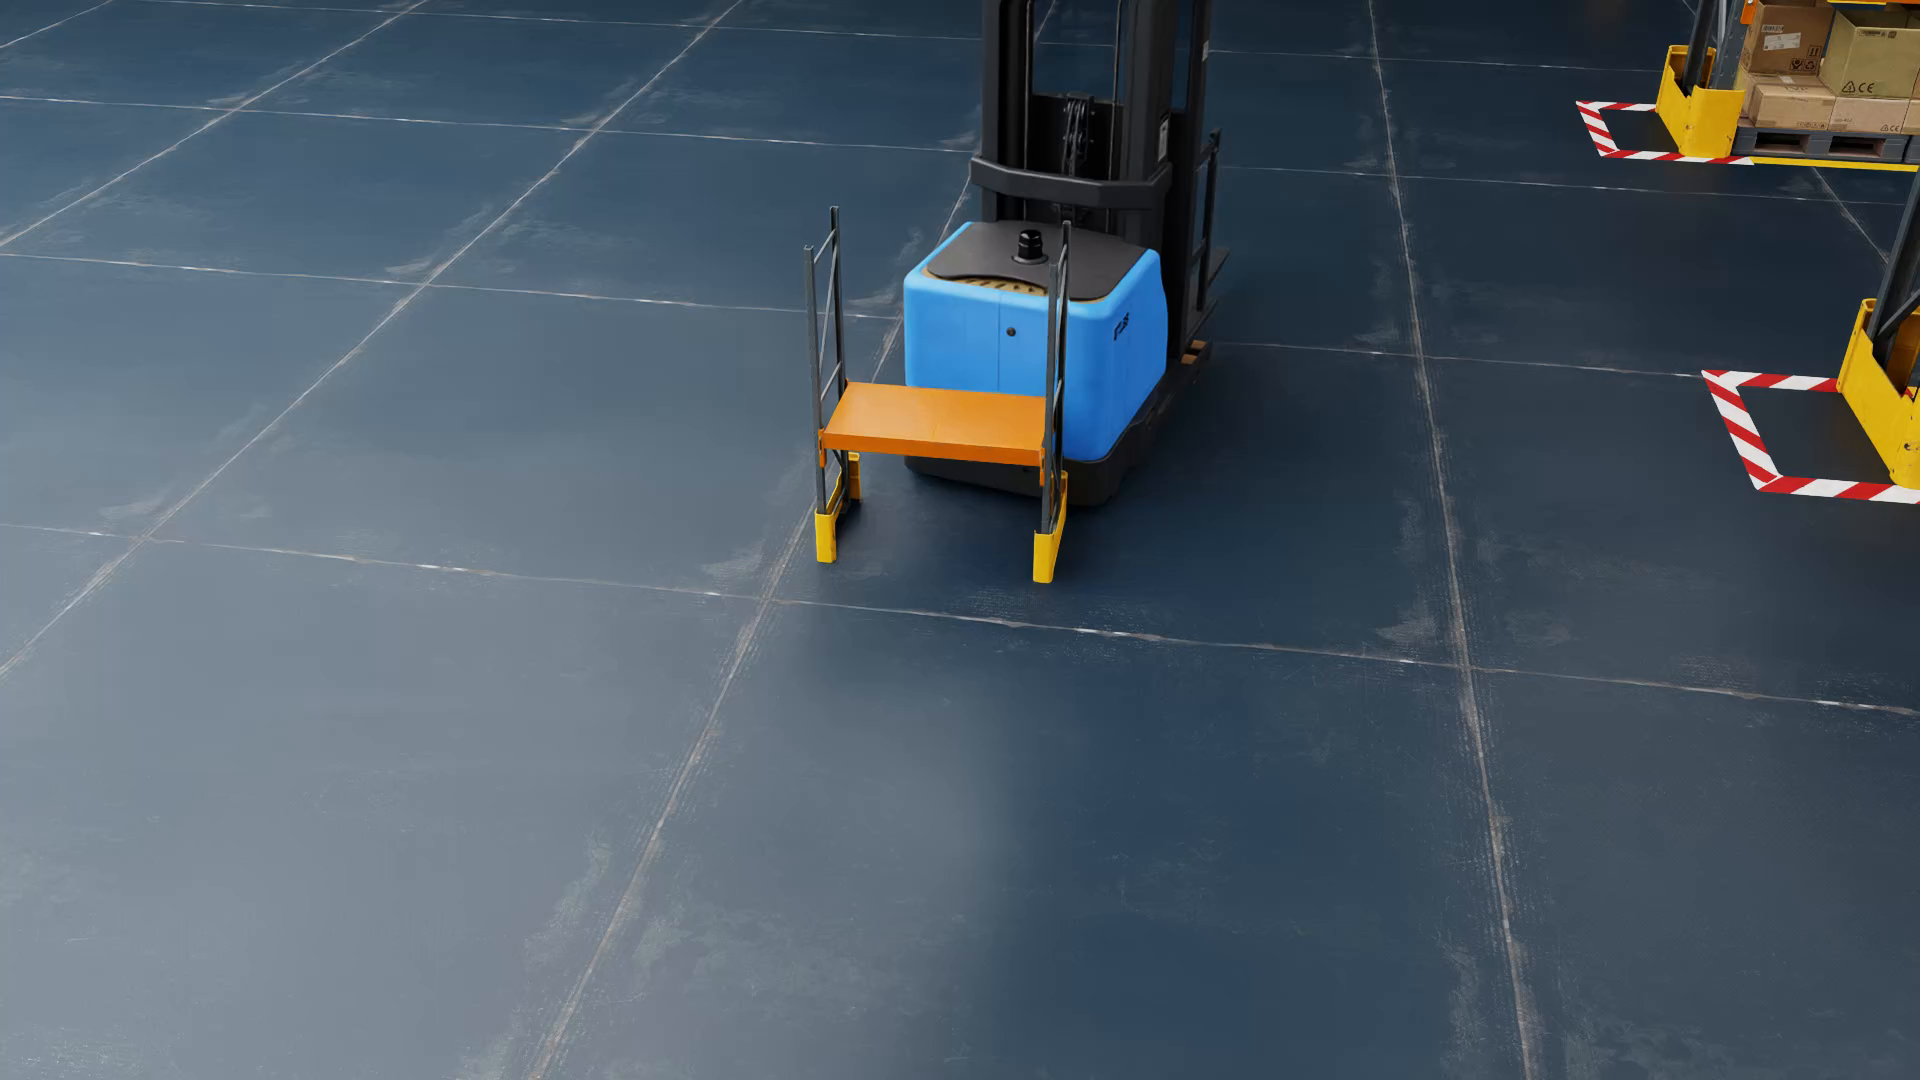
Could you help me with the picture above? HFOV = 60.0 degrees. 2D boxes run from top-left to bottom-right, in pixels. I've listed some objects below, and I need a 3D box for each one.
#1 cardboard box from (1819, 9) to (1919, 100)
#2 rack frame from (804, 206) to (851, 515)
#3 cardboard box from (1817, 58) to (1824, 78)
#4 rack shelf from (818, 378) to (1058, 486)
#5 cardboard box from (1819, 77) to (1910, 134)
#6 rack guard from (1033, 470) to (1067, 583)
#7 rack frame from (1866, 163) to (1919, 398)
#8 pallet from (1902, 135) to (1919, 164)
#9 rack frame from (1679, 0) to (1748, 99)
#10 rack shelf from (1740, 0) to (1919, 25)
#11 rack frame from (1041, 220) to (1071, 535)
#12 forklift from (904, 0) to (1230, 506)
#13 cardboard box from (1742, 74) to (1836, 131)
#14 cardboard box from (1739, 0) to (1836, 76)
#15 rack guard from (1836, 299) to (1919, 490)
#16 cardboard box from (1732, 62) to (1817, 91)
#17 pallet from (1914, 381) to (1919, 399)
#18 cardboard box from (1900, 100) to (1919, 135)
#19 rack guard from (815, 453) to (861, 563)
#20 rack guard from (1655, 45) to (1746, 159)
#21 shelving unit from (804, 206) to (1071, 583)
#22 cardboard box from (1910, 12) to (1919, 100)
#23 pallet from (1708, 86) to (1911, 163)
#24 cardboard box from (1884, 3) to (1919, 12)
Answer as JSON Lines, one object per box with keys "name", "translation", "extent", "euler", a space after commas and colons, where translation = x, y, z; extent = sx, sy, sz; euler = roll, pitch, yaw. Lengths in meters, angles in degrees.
{"name": "cardboard box", "translation": [6.605, -3.512, 12.023], "extent": [0.500, 0.500, 0.500], "euler": [5, 32, 8]}
{"name": "rack frame", "translation": [-0.585, -0.689, 7.437], "extent": [0.032, 1.500, 0.500], "euler": [5, 32, 8]}
{"name": "cardboard box", "translation": [6.694, -3.471, 12.663], "extent": [0.500, 0.250, 0.500], "euler": [5, 32, 8]}
{"name": "rack shelf", "translation": [-0.084, -0.491, 7.460], "extent": [1.000, 0.185, 0.538], "euler": [5, 32, 8]}
{"name": "cardboard box", "translation": [6.605, -3.195, 12.224], "extent": [0.500, 0.250, 0.500], "euler": [5, 32, 8]}
{"name": "rack guard", "translation": [0.416, -0.068, 7.624], "extent": [0.087, 0.250, 0.587], "euler": [5, 32, 8]}
{"name": "rack frame", "translation": [4.784, -1.799, 7.798], "extent": [0.127, 3.000, 1.000], "euler": [5, 32, 8]}
{"name": "pallet", "translation": [7.581, -3.051, 12.426], "extent": [1.213, 0.211, 1.003], "euler": [5, 32, 8]}
{"name": "rack frame", "translation": [5.621, -4.390, 11.936], "extent": [0.127, 3.000, 1.000], "euler": [5, 32, 8]}
{"name": "rack shelf", "translation": [7.592, -3.906, 11.842], "extent": [4.000, 0.370, 1.077], "euler": [5, 32, 8]}
{"name": "rack frame", "translation": [0.417, -0.598, 7.292], "extent": [0.032, 1.500, 0.500], "euler": [5, 32, 8]}
{"name": "forklift", "translation": [0.758, -2.170, 8.454], "extent": [1.130, 2.935, 3.031], "euler": [12, 34, 19]}
{"name": "cardboard box", "translation": [6.112, -3.238, 12.292], "extent": [0.500, 0.250, 0.500], "euler": [5, 32, 8]}
{"name": "cardboard box", "translation": [6.199, -3.828, 12.527], "extent": [0.500, 0.500, 0.500], "euler": [5, 32, 8]}
{"name": "rack guard", "translation": [4.866, -0.758, 8.489], "extent": [0.348, 0.500, 1.175], "euler": [5, 32, 8]}
{"name": "cardboard box", "translation": [6.199, -3.509, 12.725], "extent": [0.500, 0.250, 0.500], "euler": [5, 32, 8]}
{"name": "pallet", "translation": [5.666, -0.560, 8.446], "extent": [1.213, 0.211, 1.003], "euler": [5, 32, 8]}
{"name": "cardboard box", "translation": [7.098, -3.150, 12.152], "extent": [0.500, 0.250, 0.500], "euler": [5, 32, 8]}
{"name": "rack guard", "translation": [-0.566, -0.157, 7.766], "extent": [0.087, 0.250, 0.587], "euler": [5, 32, 8]}
{"name": "rack guard", "translation": [5.597, -3.332, 12.603], "extent": [0.348, 0.500, 1.175], "euler": [5, 32, 8]}
{"name": "shelving unit", "translation": [-0.075, -0.643, 7.363], "extent": [1.083, 1.500, 0.587], "euler": [5, 32, 8]}
{"name": "cardboard box", "translation": [7.100, -3.474, 11.963], "extent": [0.500, 0.500, 0.500], "euler": [5, 32, 8]}
{"name": "pallet", "translation": [6.382, -3.161, 12.602], "extent": [1.213, 0.211, 1.003], "euler": [5, 32, 8]}
{"name": "cardboard box", "translation": [7.188, -3.746, 12.397], "extent": [0.500, 0.500, 0.500], "euler": [5, 32, 8]}
